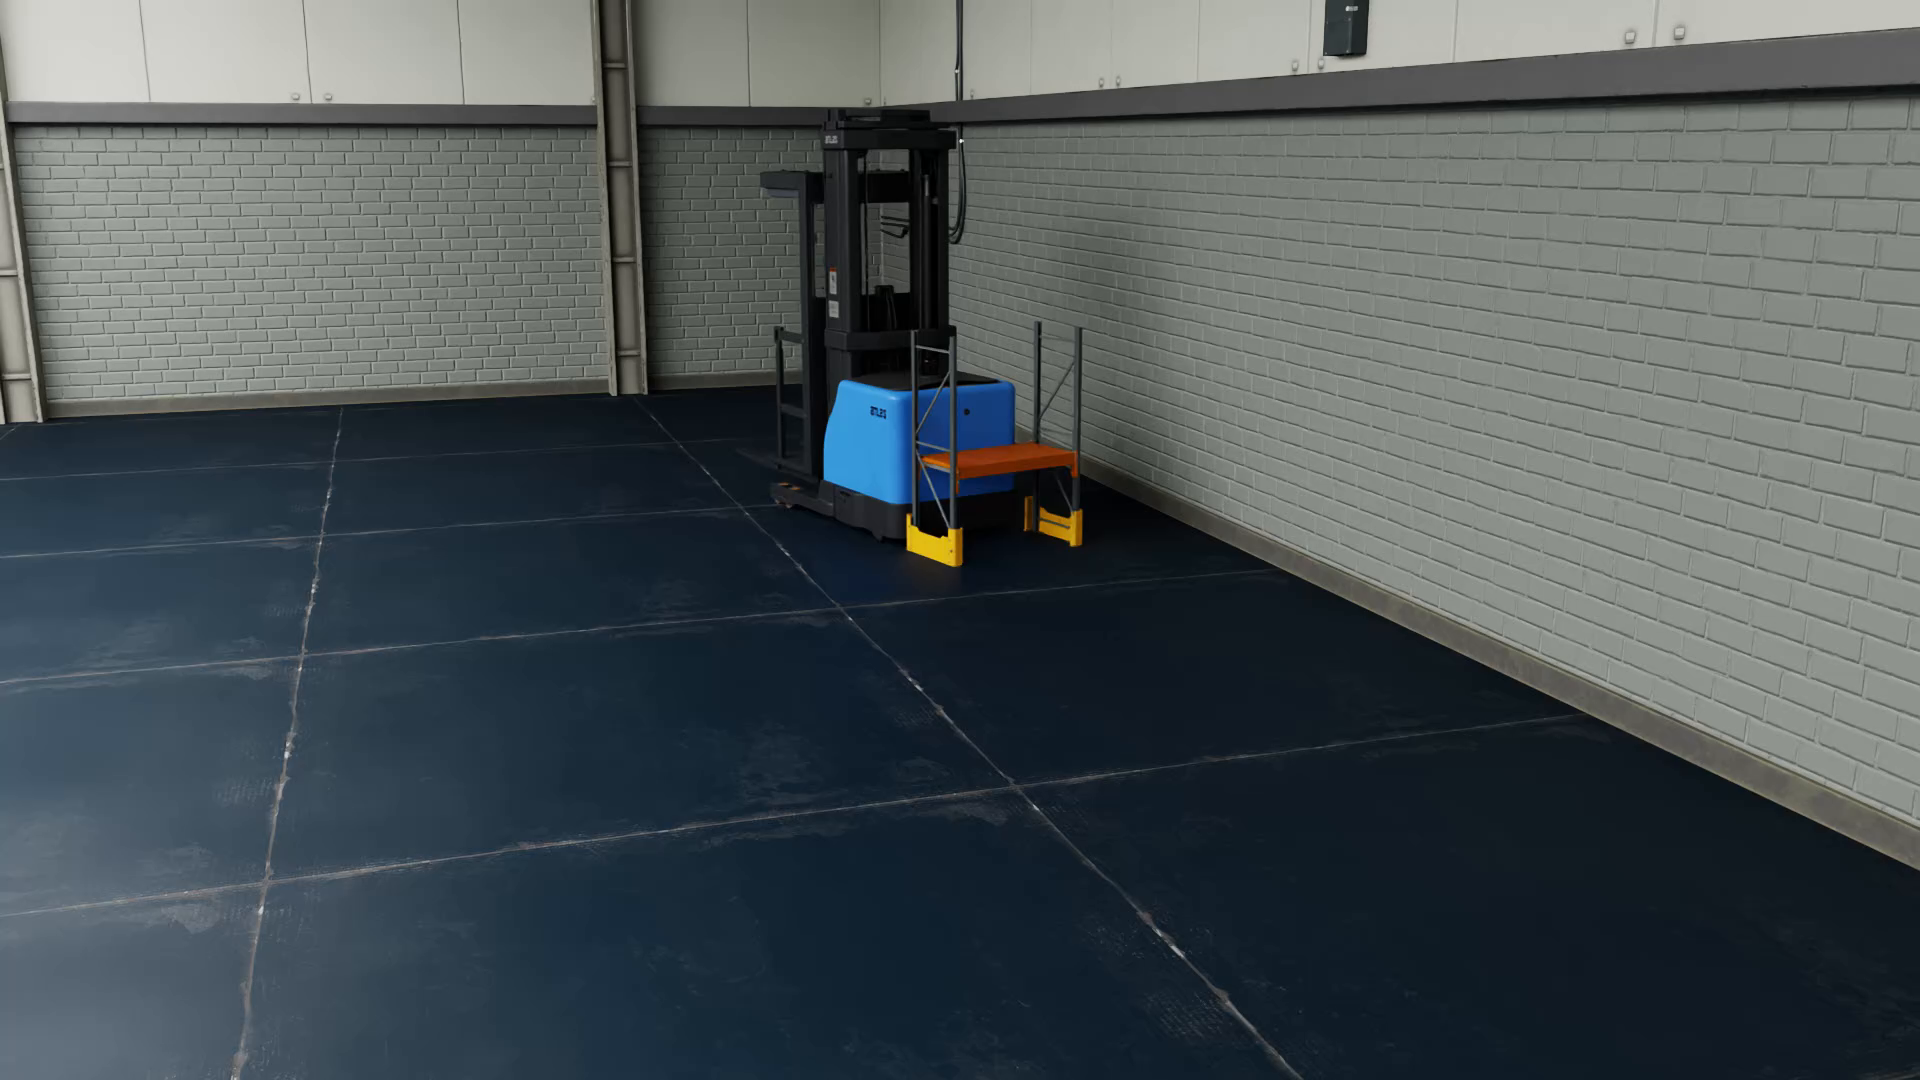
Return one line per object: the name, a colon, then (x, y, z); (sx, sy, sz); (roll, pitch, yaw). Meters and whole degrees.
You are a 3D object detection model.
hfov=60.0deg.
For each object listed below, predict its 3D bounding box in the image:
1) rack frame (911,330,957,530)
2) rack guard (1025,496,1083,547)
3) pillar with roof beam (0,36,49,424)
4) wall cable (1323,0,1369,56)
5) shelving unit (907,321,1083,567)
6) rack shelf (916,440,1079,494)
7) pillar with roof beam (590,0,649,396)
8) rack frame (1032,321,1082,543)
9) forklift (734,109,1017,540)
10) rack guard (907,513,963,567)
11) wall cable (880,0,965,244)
rack frame: (-0.172, -0.612, 10.976); (0.032, 1.500, 0.500); (-9, 16, -33)
rack guard: (0.653, -0.134, 11.666); (0.087, 0.250, 0.587); (-9, 16, -33)
pillar with roof beam: (-8.006, -4.629, 11.657); (0.400, 9.000, 9.100); (-4, 14, -18)
wall cable: (2.534, -5.514, 8.031); (0.169, 6.003, 2.305); (-4, 14, -18)
shelving unit: (0.241, -0.677, 11.249); (1.083, 1.500, 0.587); (-9, 16, -33)
rack shelf: (0.249, -0.503, 11.296); (1.000, 0.185, 0.538); (-9, 16, -33)
pillar with roof beam: (-2.320, -5.072, 13.518); (0.400, 9.000, 9.100); (-4, 14, -18)
rack frame: (0.669, -0.745, 11.532); (0.032, 1.500, 0.500); (-9, 16, -33)
forklift: (-0.803, -1.715, 12.519); (1.130, 2.935, 3.031); (-8, 16, -31)
rack guard: (-0.171, -0.004, 11.121); (0.087, 0.250, 0.587); (-9, 16, -33)
wall cable: (-0.479, -4.433, 17.542); (0.112, 2.526, 3.097); (-4, 14, -18)
